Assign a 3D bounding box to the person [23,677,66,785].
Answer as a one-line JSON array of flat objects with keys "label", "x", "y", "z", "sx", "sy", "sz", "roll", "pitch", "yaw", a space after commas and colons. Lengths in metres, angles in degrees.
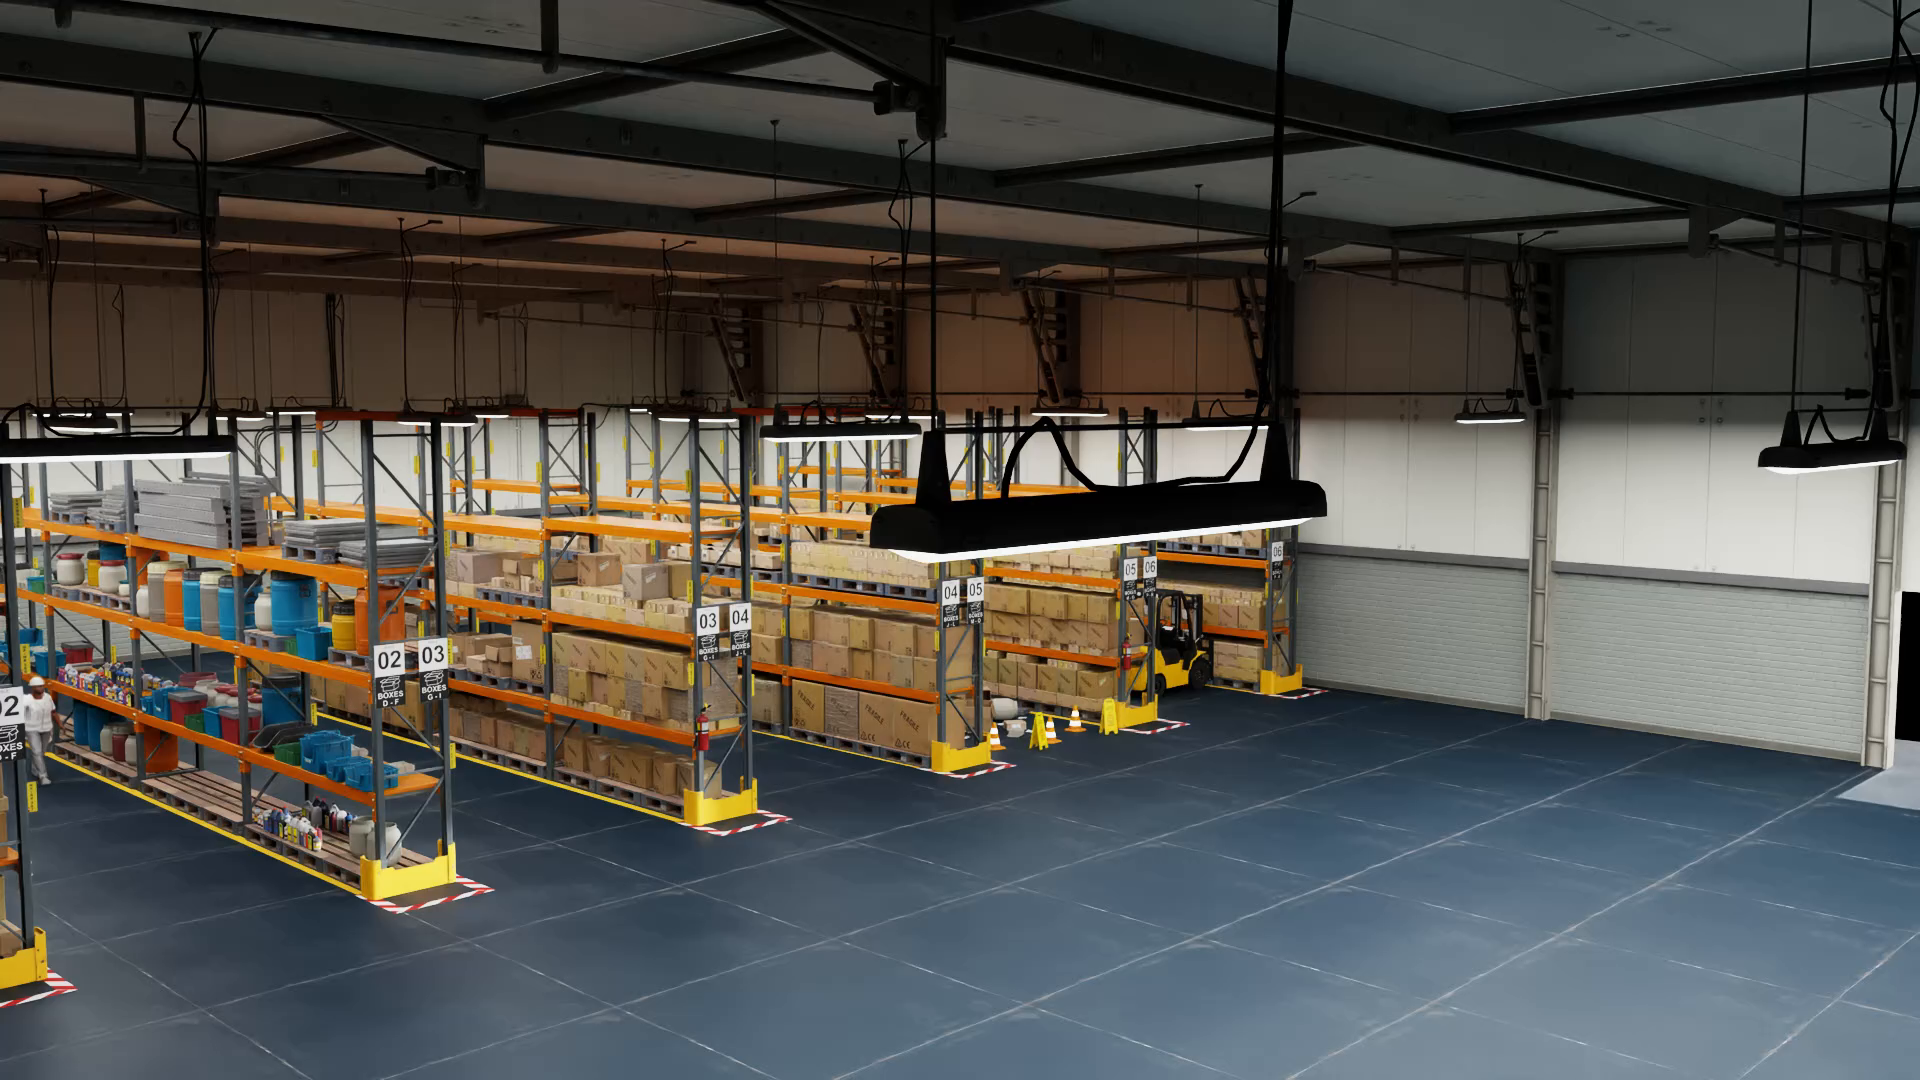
[{"label": "person", "x": -14.942, "y": 3.072, "z": 27.010, "sx": 1.081, "sy": 1.710, "sz": 0.683, "roll": 5, "pitch": 7, "yaw": 42}]
